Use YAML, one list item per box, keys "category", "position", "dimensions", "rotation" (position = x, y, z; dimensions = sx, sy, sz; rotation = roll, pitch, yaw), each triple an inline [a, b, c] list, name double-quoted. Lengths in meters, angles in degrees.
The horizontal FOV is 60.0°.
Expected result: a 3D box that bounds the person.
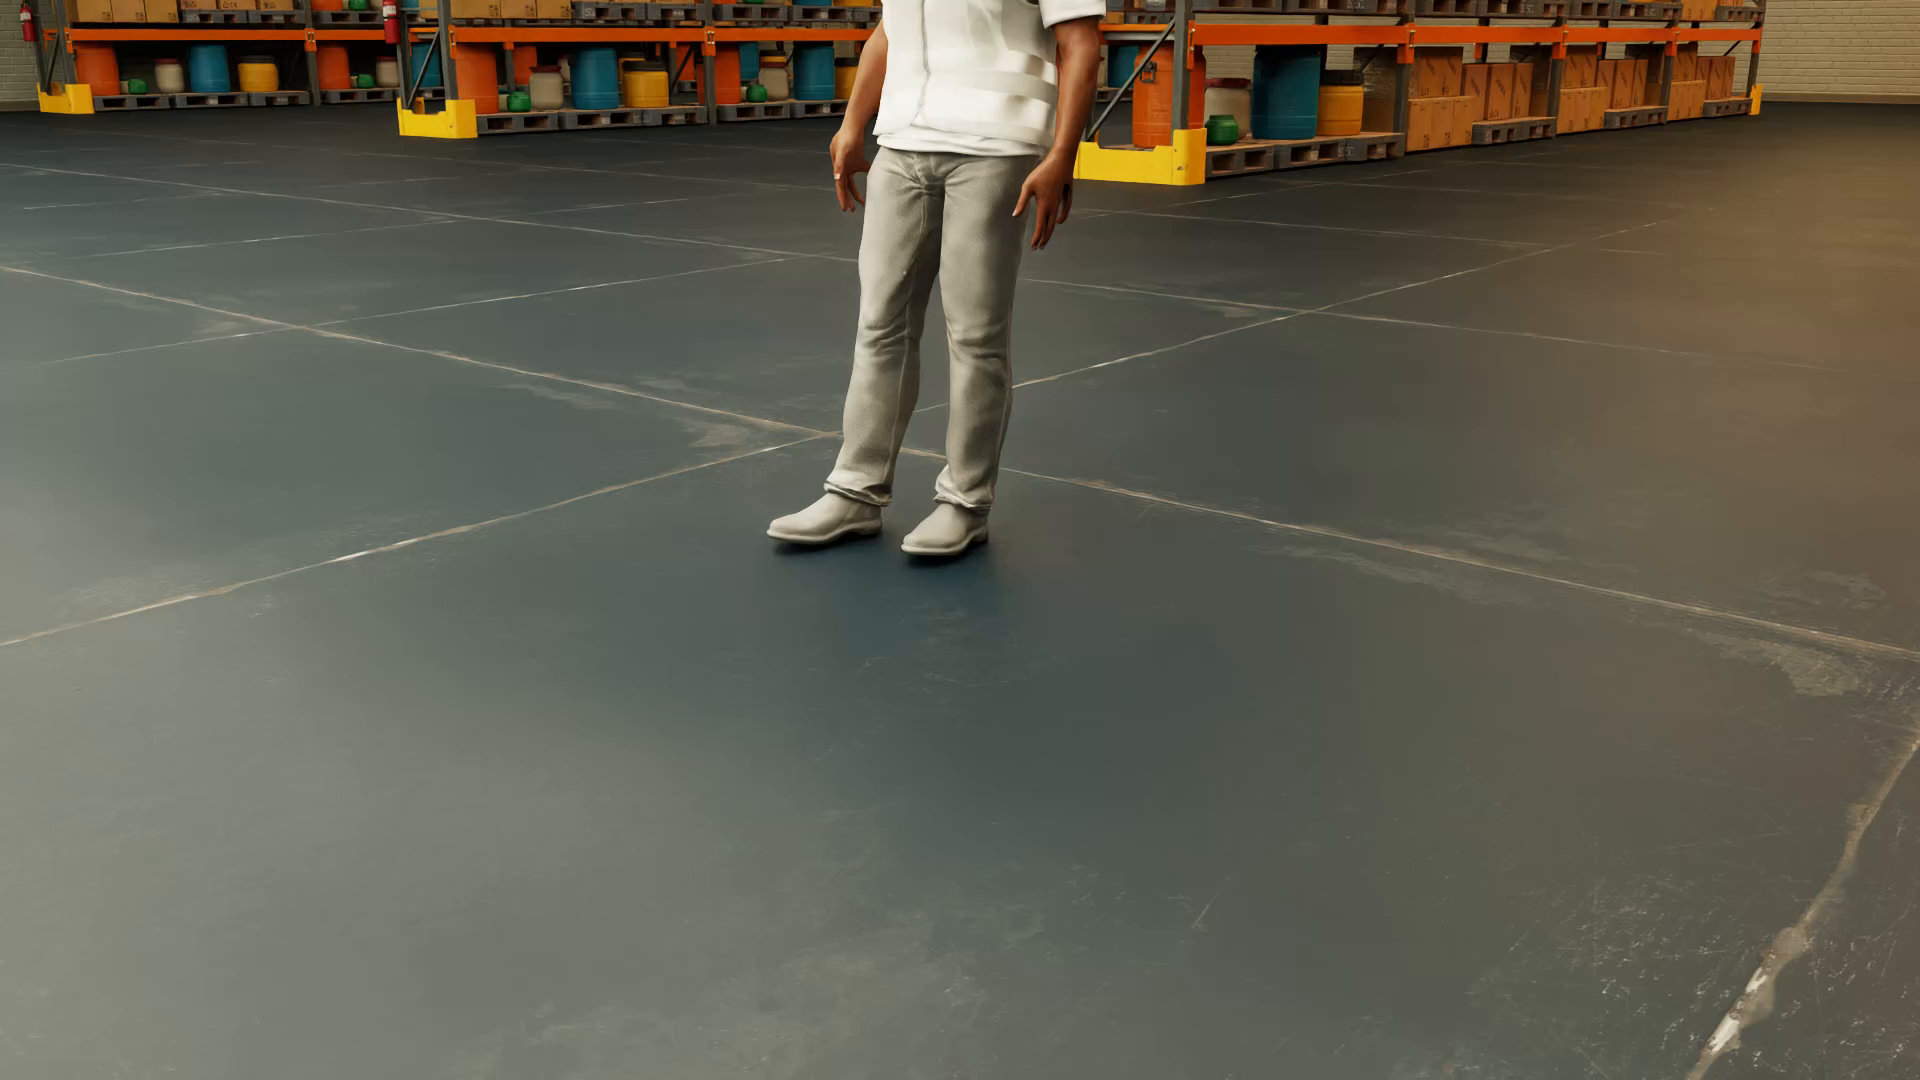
- category: "person"
  position: [-0.049, -0.838, 3.635]
  dimensions: [0.665, 1.768, 0.575]
  rotation: [13, 21, 37]
